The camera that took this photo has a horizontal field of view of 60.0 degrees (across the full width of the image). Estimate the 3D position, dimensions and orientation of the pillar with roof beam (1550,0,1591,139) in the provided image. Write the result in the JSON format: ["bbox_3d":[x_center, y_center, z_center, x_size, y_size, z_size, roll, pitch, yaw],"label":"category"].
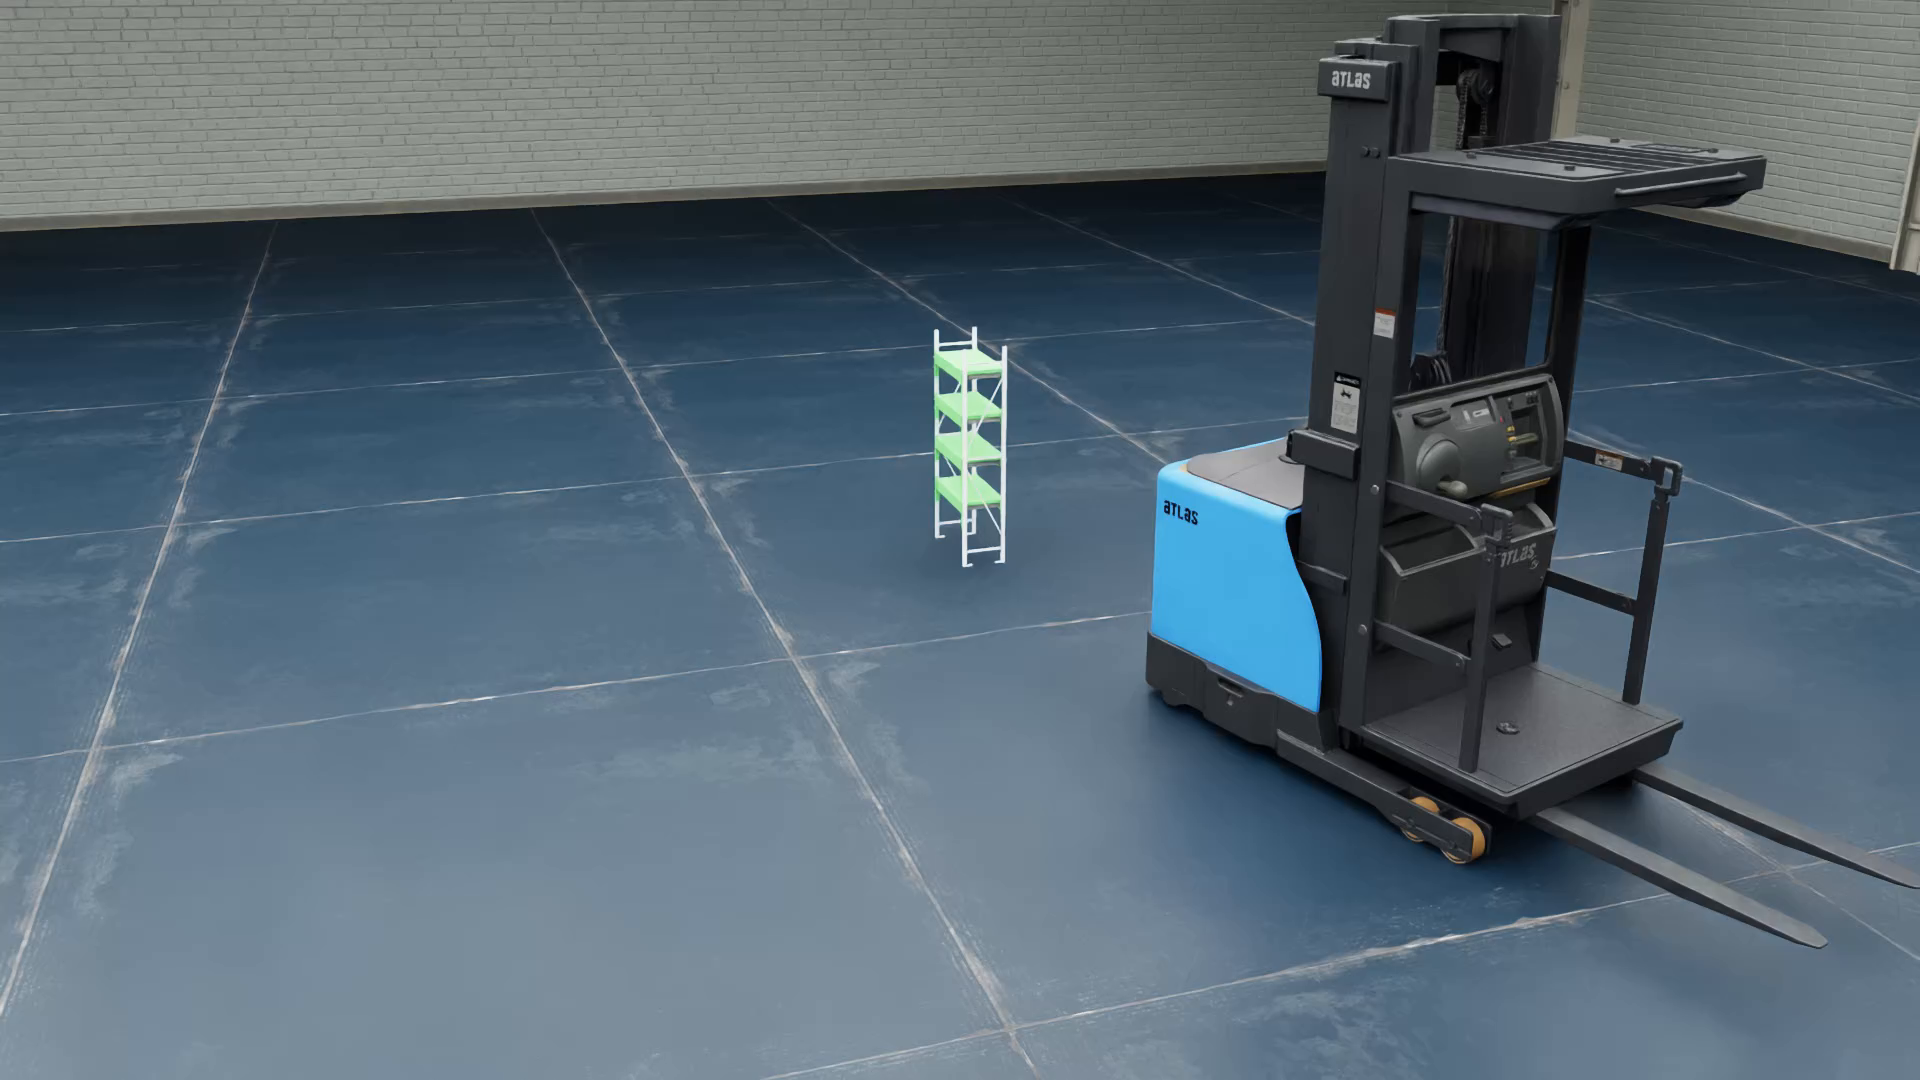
[{"bbox_3d":[3.868,-8.469,19.684,9.100,9.000,0.400,-6,21,-17],"label":"pillar with roof beam"}]

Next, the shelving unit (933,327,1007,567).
[{"bbox_3d":[0.052,-0.512,9.066,0.258,1.200,0.503,-6,21,-17],"label":"shelving unit"}]

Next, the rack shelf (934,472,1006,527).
[{"bbox_3d":[0.052,-0.226,9.169,0.258,0.148,0.480,-6,21,-17],"label":"rack shelf"}]

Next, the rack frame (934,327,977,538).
[{"bbox_3d":[-0.025,-0.590,9.284,0.240,1.200,0.015,-6,21,-17],"label":"rack frame"}]

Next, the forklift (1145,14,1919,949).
[{"bbox_3d":[2.091,-0.376,6.128,1.130,2.935,3.031,-13,24,-33],"label":"forklift"}]

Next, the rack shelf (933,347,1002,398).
[{"bbox_3d":[0.052,-0.903,8.925,0.258,0.148,0.480,-6,21,-17],"label":"rack shelf"}]

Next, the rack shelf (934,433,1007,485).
[{"bbox_3d":[0.052,-0.451,9.087,0.258,0.148,0.480,-6,21,-17],"label":"rack shelf"}]

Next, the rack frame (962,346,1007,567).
[{"bbox_3d":[0.129,-0.433,8.848,0.240,1.200,0.015,-6,21,-17],"label":"rack frame"}]

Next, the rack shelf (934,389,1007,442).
[{"bbox_3d":[0.052,-0.677,9.006,0.258,0.148,0.480,-6,21,-17],"label":"rack shelf"}]

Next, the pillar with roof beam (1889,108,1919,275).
[{"bbox_3d":[5.754,-6.544,14.324,9.100,9.000,0.400,-6,21,-17],"label":"pillar with roof beam"}]
